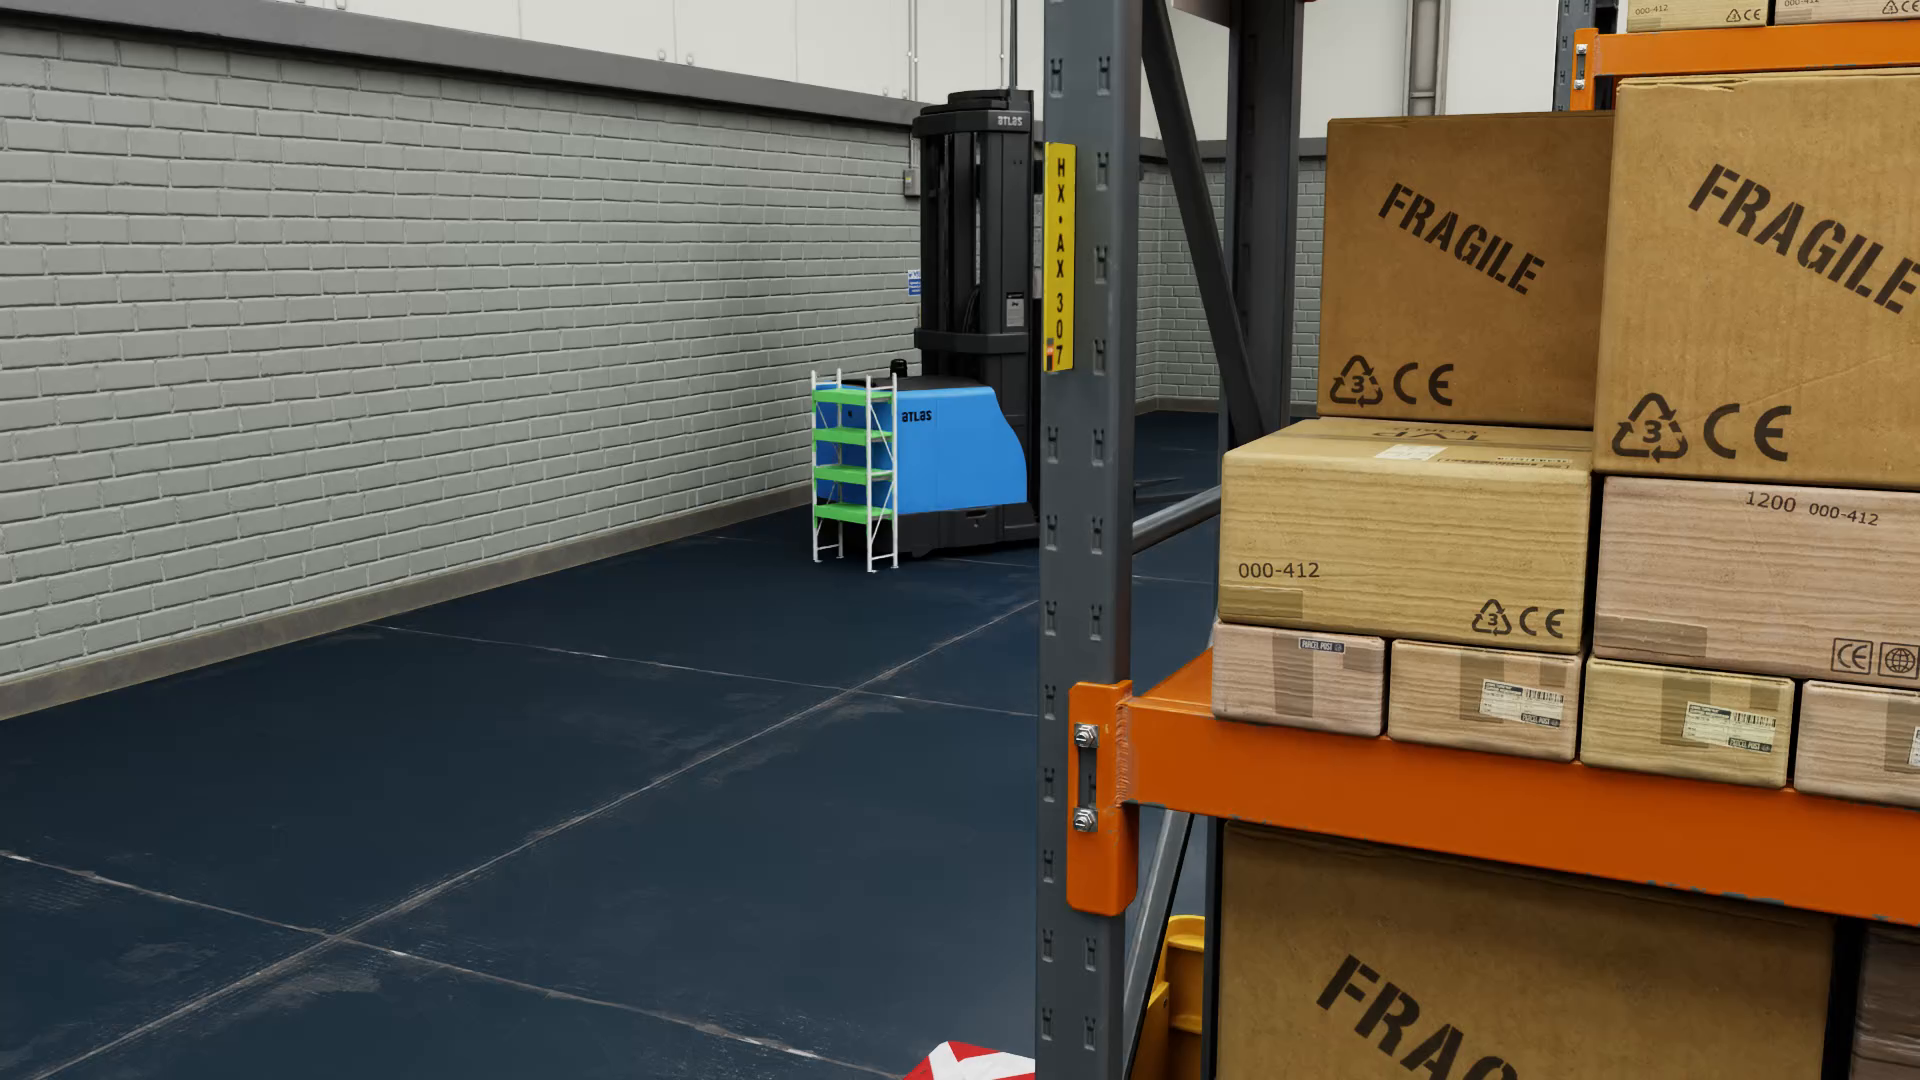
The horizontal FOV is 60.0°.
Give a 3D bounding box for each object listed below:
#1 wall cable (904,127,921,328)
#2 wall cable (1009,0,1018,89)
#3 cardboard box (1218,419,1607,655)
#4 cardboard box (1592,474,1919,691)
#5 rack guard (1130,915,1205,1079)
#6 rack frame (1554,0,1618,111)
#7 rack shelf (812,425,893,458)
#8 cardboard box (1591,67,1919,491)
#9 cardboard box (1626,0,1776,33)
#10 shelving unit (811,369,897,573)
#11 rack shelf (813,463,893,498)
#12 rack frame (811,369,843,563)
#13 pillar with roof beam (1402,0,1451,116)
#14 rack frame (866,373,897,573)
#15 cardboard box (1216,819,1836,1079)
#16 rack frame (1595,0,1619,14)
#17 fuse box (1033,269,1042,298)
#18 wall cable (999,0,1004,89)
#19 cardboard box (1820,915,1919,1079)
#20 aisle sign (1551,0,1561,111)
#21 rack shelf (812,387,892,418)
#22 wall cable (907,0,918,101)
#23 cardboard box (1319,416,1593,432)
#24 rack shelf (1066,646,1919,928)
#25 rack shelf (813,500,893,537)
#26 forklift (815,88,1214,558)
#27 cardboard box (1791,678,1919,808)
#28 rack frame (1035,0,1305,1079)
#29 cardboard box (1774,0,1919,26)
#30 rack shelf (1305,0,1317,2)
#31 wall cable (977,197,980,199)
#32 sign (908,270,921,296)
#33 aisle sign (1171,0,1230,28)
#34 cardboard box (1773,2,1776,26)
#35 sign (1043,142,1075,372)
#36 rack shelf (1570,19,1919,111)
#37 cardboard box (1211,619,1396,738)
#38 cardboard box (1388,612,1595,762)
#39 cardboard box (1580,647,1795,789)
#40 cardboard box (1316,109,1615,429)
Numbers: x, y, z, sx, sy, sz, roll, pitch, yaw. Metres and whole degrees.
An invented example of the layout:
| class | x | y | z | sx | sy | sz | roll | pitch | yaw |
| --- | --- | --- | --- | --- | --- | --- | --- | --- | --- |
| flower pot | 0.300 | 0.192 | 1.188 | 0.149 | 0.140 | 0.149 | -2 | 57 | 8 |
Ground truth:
| class | x | y | z | sx | sy | sz | roll | pitch | yaw |
| --- | --- | --- | --- | --- | --- | --- | --- | --- | --- |
| wall cable | -0.286 | -2.572 | 14.079 | 0.123 | 1.953 | 0.585 | 5 | 11 | 26 |
| wall cable | 1.157 | -5.552 | 16.533 | 0.133 | 3.039 | 2.988 | 5 | 11 | 26 |
| cardboard box | 0.707 | -0.025 | 2.532 | 0.500 | 0.250 | 0.500 | 5 | 11 | 24 |
| cardboard box | 1.176 | 0.015 | 2.312 | 0.500 | 0.250 | 0.500 | 5 | 11 | 25 |
| rack guard | 0.374 | 1.195 | 3.226 | 0.348 | 0.500 | 1.175 | 5 | 11 | 26 |
| rack frame | 2.681 | -0.818 | 7.326 | 0.127 | 3.000 | 1.000 | 5 | 11 | 26 |
| rack shelf | -0.653 | -0.609 | 10.231 | 0.480 | 0.148 | 0.258 | 9 | 14 | 42 |
| cardboard box | 1.155 | -0.355 | 2.248 | 0.500 | 0.500 | 0.500 | 5 | 11 | 24 |
| cardboard box | 2.971 | -2.144 | 6.651 | 0.500 | 0.250 | 0.500 | 5 | 12 | 28 |
| shelving unit | -0.653 | -0.435 | 10.262 | 0.503 | 1.200 | 0.258 | 9 | 14 | 42 |
| rack shelf | -0.653 | -0.372 | 10.273 | 0.480 | 0.148 | 0.258 | 9 | 14 | 42 |
| rack frame | -0.832 | -0.465 | 10.425 | 0.015 | 1.200 | 0.240 | 9 | 14 | 42 |
| pillar with roof beam | 3.050 | -5.030 | 13.756 | 0.400 | 9.000 | 9.100 | 5 | 11 | 26 |
| rack frame | -0.474 | -0.406 | 10.099 | 0.015 | 1.200 | 0.240 | 9 | 14 | 42 |
| cardboard box | 1.005 | 0.843 | 2.937 | 0.875 | 0.875 | 0.875 | 5 | 11 | 26 |
| rack frame | 2.681 | -3.770 | 6.791 | 0.127 | 3.000 | 1.000 | 5 | 11 | 26 |
| fuse box | 0.774 | -1.747 | 16.077 | 0.414 | 1.711 | 0.539 | 5 | 11 | 26 |
| wall cable | -0.110 | -5.091 | 14.094 | 0.029 | 3.000 | 2.355 | 5 | 11 | 26 |
| cardboard box | 1.821 | 0.915 | 2.540 | 0.875 | 0.875 | 0.875 | 5 | 11 | 26 |
| aisle sign | 2.483 | -2.055 | 6.861 | 0.004 | 0.787 | 0.394 | 5 | 11 | 26 |
| rack shelf | -0.652 | -0.845 | 10.189 | 0.480 | 0.148 | 0.258 | 9 | 14 | 42 |
| wall cable | -0.445 | -4.972 | 13.432 | 0.029 | 3.000 | 0.463 | 5 | 11 | 26 |
| cardboard box | 0.948 | -0.110 | 3.003 | 0.500 | 0.250 | 0.500 | 5 | 11 | 25 |
| rack shelf | 2.189 | 0.478 | 2.186 | 4.000 | 0.370 | 1.077 | 5 | 11 | 26 |
| rack shelf | -0.654 | -0.136 | 10.316 | 0.480 | 0.148 | 0.258 | 9 | 14 | 42 |
| forklift | 0.549 | -1.504 | 11.308 | 3.031 | 2.935 | 1.130 | -6 | 12 | -32 |
| cardboard box | 1.263 | 0.231 | 2.235 | 0.250 | 0.149 | 0.380 | 5 | 11 | 25 |
| rack frame | 0.397 | -0.034 | 2.996 | 0.053 | 2.616 | 0.949 | 5 | 11 | 26 |
| cardboard box | 3.441 | -2.102 | 6.418 | 0.500 | 0.250 | 0.500 | 5 | 12 | 28 |
| rack shelf | 2.189 | -0.998 | 1.919 | 4.000 | 0.370 | 1.077 | 5 | 11 | 26 |
| wall cable | 0.331 | -2.784 | 15.339 | 0.122 | 1.984 | 0.588 | 5 | 11 | 26 |
| sign | -0.363 | -2.187 | 14.132 | 0.001 | 0.218 | 0.327 | 5 | 11 | 26 |
| aisle sign | 0.464 | -1.366 | 3.057 | 0.004 | 0.787 | 0.394 | 5 | 11 | 26 |
| cardboard box | 3.206 | -2.226 | 7.107 | 0.500 | 0.250 | 0.500 | 5 | 11 | 25 |
| sign | 0.145 | -0.410 | 2.422 | 0.005 | 0.325 | 0.100 | 5 | 11 | 26 |
| rack shelf | 4.475 | -1.782 | 6.252 | 4.000 | 0.370 | 1.077 | 5 | 11 | 26 |
| cardboard box | 0.568 | 0.171 | 2.569 | 0.250 | 0.149 | 0.380 | 5 | 11 | 26 |
| cardboard box | 0.799 | 0.191 | 2.459 | 0.250 | 0.149 | 0.380 | 5 | 11 | 25 |
| cardboard box | 1.029 | 0.211 | 2.348 | 0.250 | 0.149 | 0.380 | 5 | 11 | 24 |
| cardboard box | 0.949 | -0.479 | 2.933 | 0.500 | 0.500 | 0.500 | 5 | 11 | 27 |
